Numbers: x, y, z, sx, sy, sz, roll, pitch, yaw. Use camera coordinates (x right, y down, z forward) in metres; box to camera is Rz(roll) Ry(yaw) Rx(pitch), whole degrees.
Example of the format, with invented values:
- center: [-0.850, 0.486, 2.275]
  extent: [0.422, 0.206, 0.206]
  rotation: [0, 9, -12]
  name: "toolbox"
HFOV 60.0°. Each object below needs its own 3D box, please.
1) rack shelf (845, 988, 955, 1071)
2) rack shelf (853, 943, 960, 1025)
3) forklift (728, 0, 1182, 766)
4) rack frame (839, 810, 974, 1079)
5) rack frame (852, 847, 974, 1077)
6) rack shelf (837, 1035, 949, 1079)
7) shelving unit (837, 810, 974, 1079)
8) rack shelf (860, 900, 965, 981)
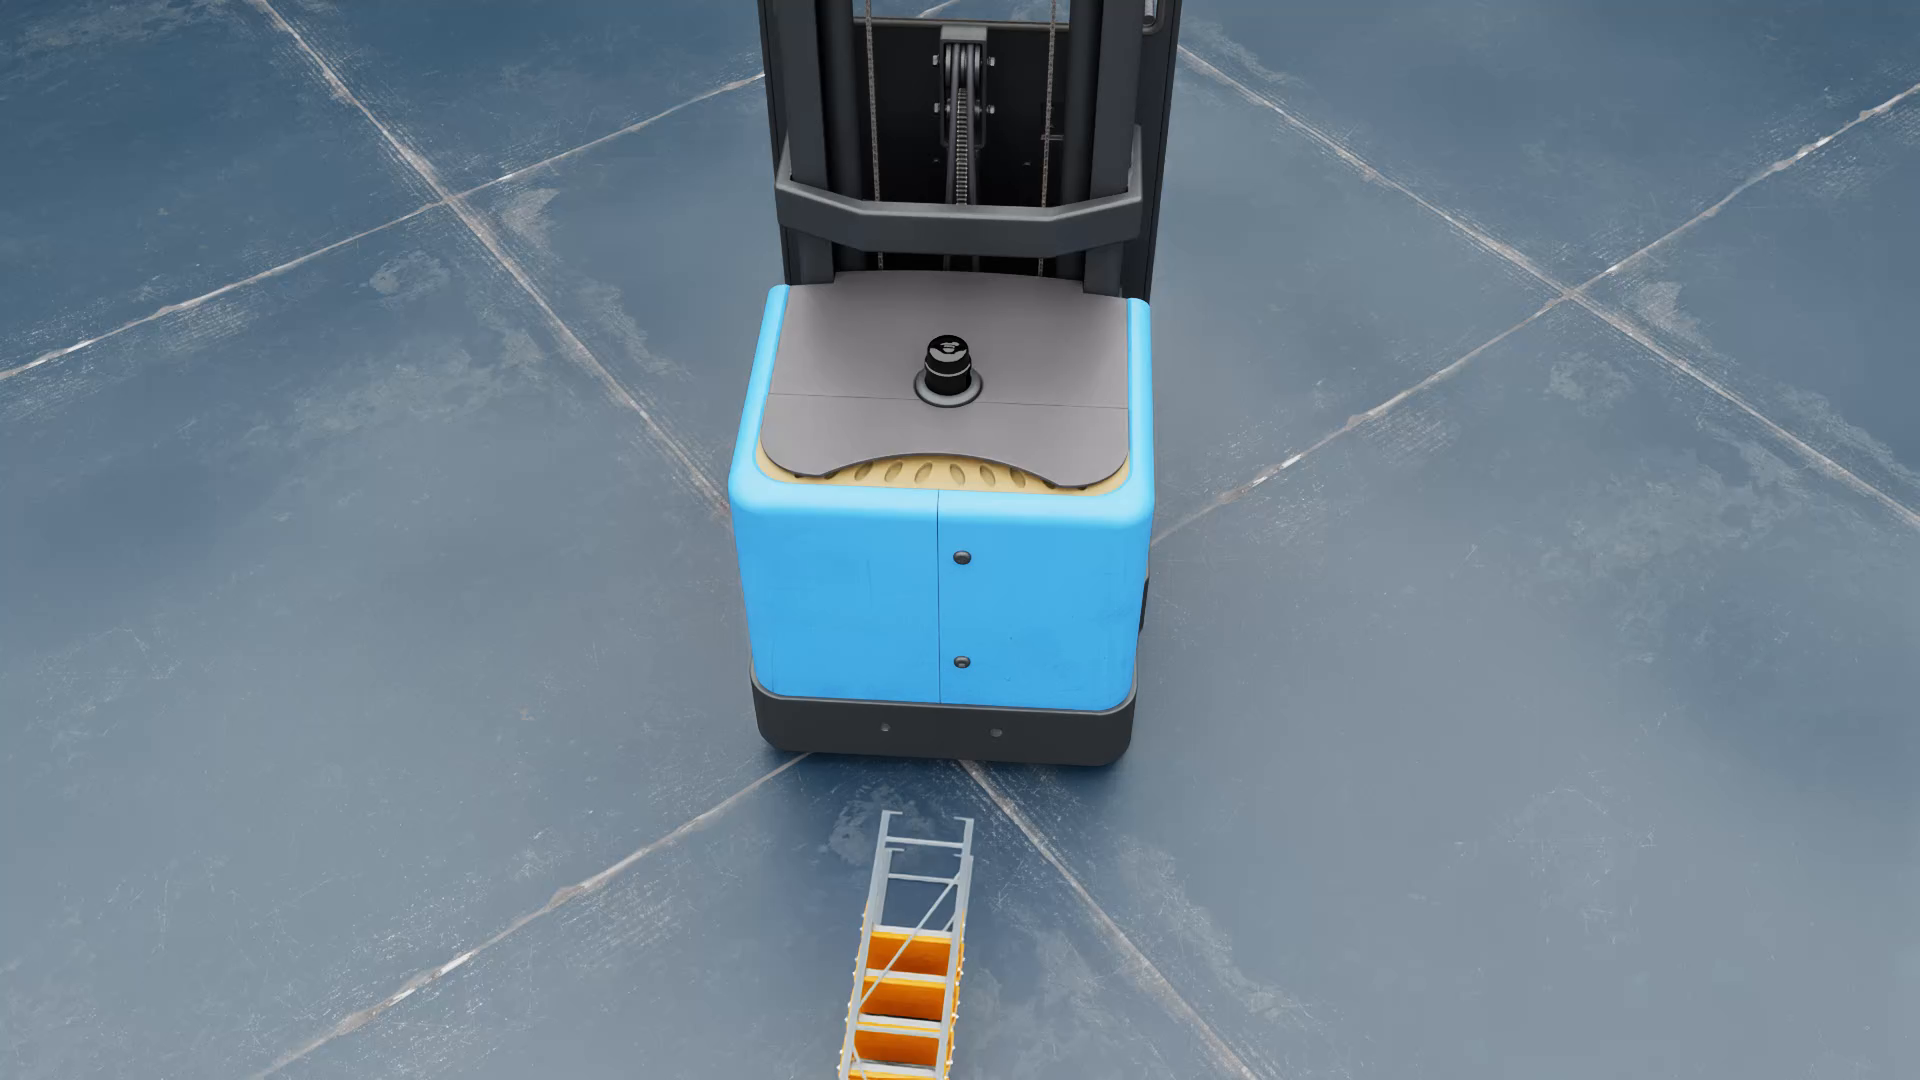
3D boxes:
- center: [-0.142, 1.190, 4.039]
  extent: [0.258, 0.180, 0.103]
  rotation: [5, 48, 4]
  name: "rack shelf"
- center: [-0.129, 1.101, 4.118]
  extent: [0.258, 0.180, 0.103]
  rotation: [5, 48, 4]
  name: "rack shelf"
- center: [0.038, -1.451, 4.587]
  extent: [1.130, 2.935, 3.031]
  rotation: [3, 48, 2]
  name: "forklift"
- center: [-0.147, 1.162, 3.941]
  extent: [0.240, 0.006, 1.200]
  rotation: [5, 48, 4]
  name: "rack frame"
- center: [-0.147, 1.284, 4.077]
  extent: [0.240, 0.006, 1.200]
  rotation: [5, 48, 4]
  name: "rack frame"
- center: [-0.155, 1.279, 3.959]
  extent: [0.258, 0.180, 0.103]
  rotation: [5, 48, 4]
  name: "rack shelf"
- center: [-0.147, 1.223, 4.009]
  extent: [0.258, 0.189, 1.200]
  rotation: [5, 48, 4]
  name: "shelving unit"
- center: [-0.116, 1.012, 4.198]
  extent: [0.258, 0.180, 0.103]
  rotation: [5, 48, 4]
  name: "rack shelf"
